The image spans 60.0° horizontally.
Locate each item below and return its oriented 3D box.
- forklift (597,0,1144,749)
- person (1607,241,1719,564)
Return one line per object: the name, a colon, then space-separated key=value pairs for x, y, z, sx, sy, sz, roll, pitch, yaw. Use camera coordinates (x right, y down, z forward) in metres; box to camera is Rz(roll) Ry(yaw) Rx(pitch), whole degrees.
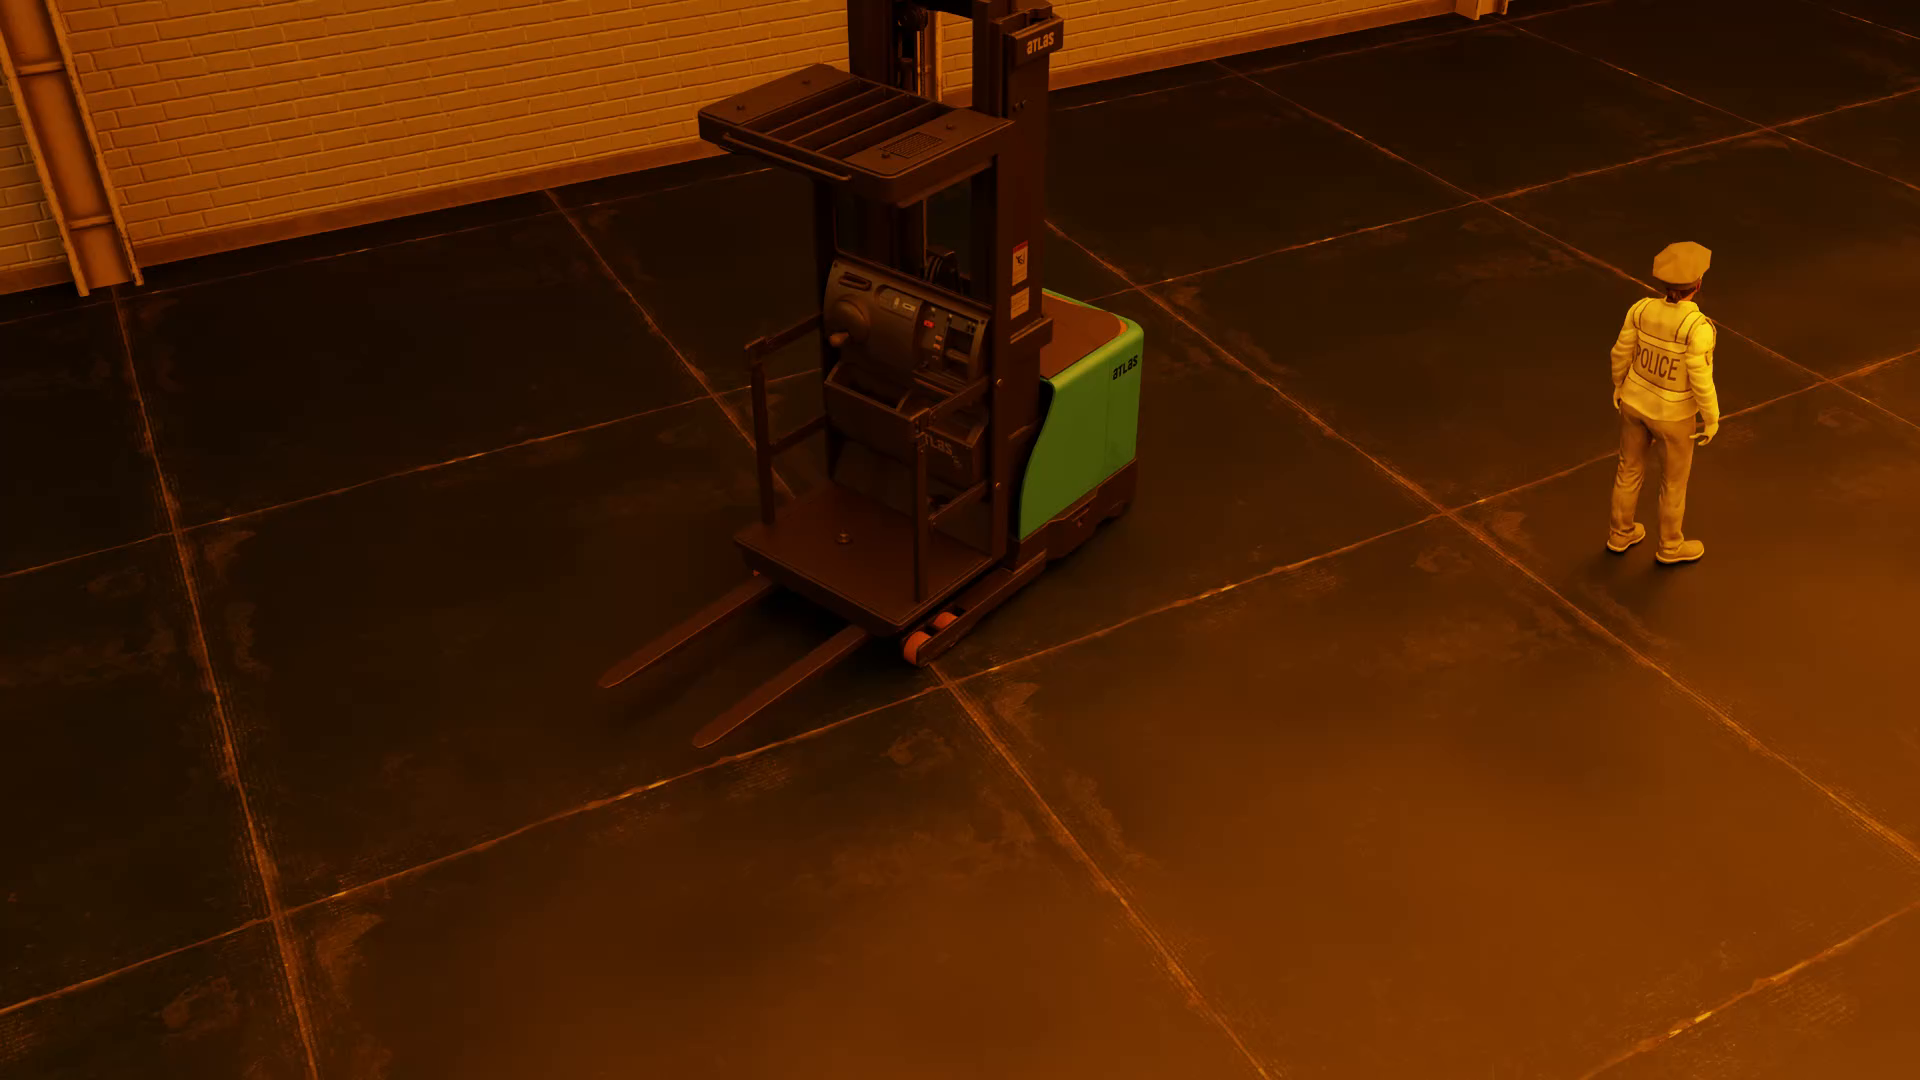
forklift: x=-0.390 y=-0.927 z=7.434 sx=1.130 sy=2.935 sz=3.031 roll=26 pitch=43 yaw=31
person: x=3.461 y=-0.670 z=8.130 sx=0.531 sy=1.695 sz=0.589 roll=-22 pitch=41 yaw=-28
